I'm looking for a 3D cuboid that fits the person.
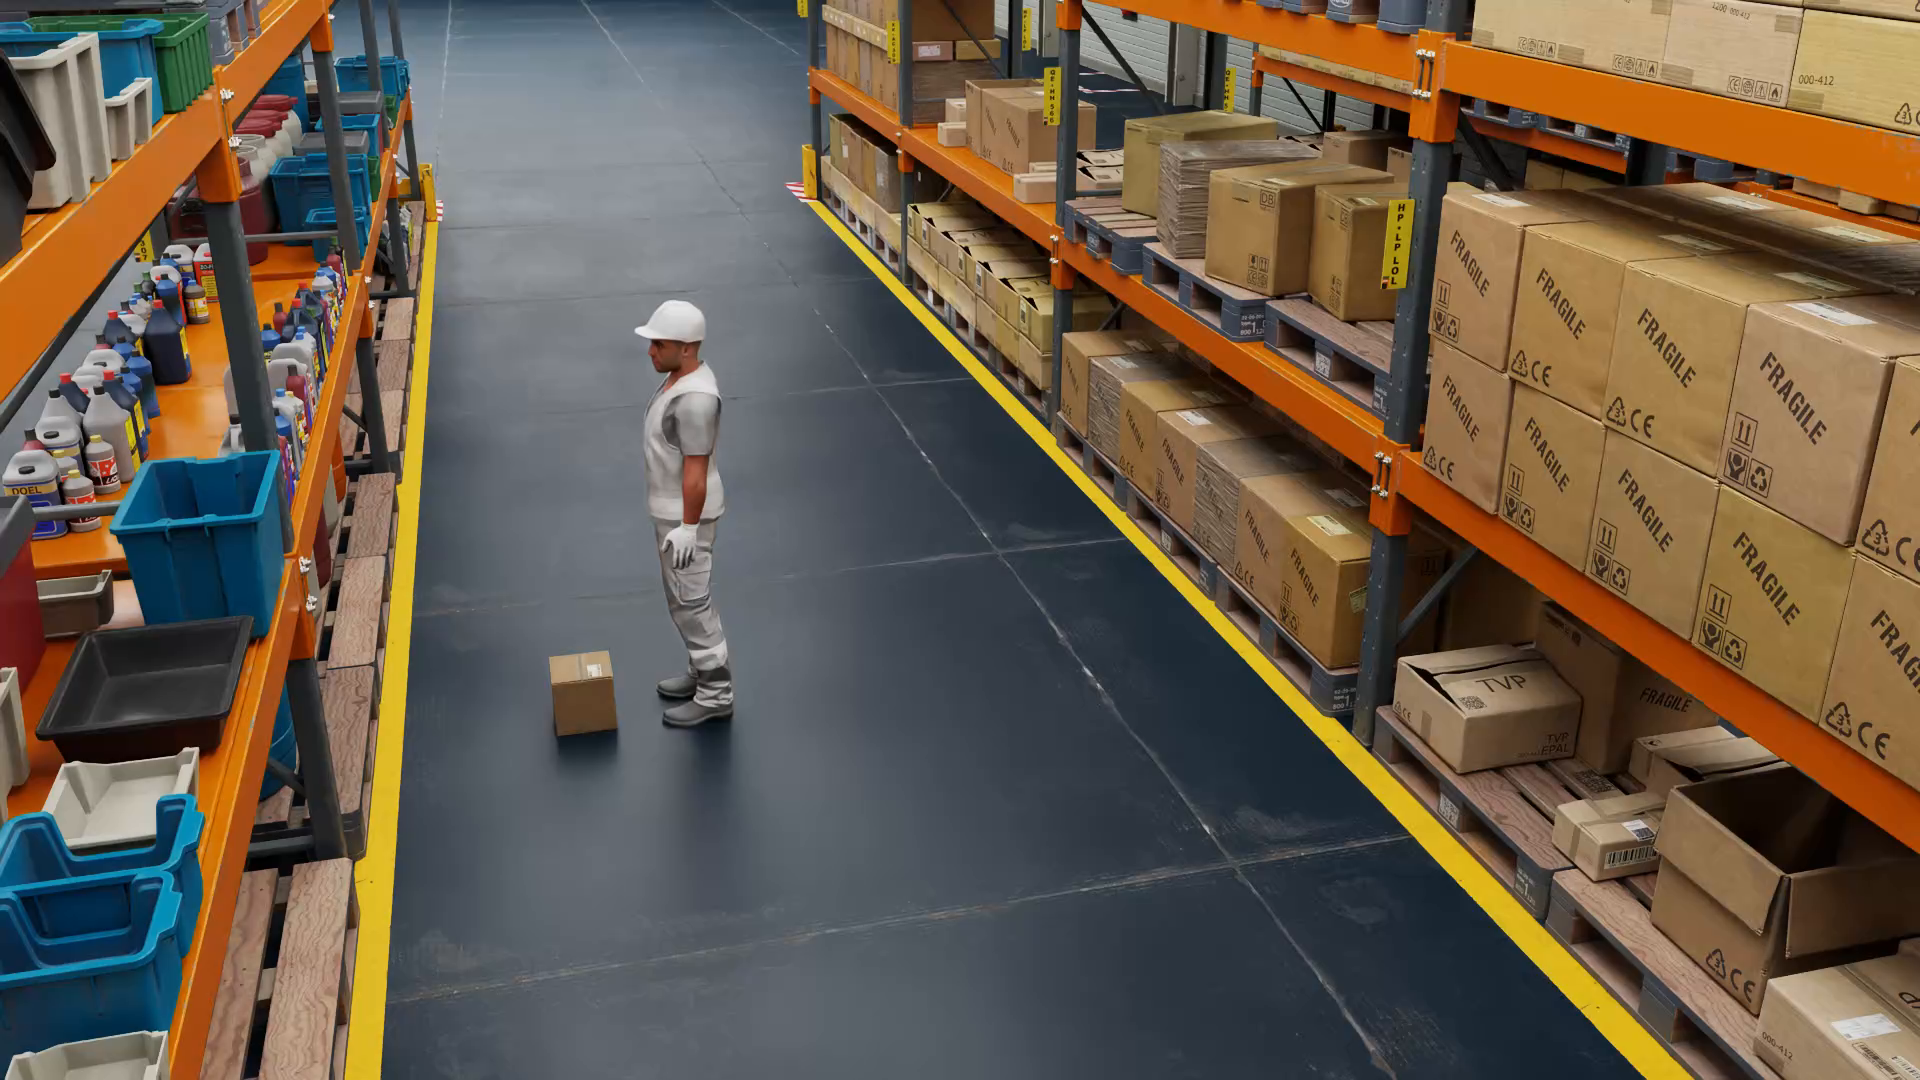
[{"bbox_3d":[-1.123,-0.107,6.825,0.338,1.786,0.525,-6,23,-13],"label":"person"}]
